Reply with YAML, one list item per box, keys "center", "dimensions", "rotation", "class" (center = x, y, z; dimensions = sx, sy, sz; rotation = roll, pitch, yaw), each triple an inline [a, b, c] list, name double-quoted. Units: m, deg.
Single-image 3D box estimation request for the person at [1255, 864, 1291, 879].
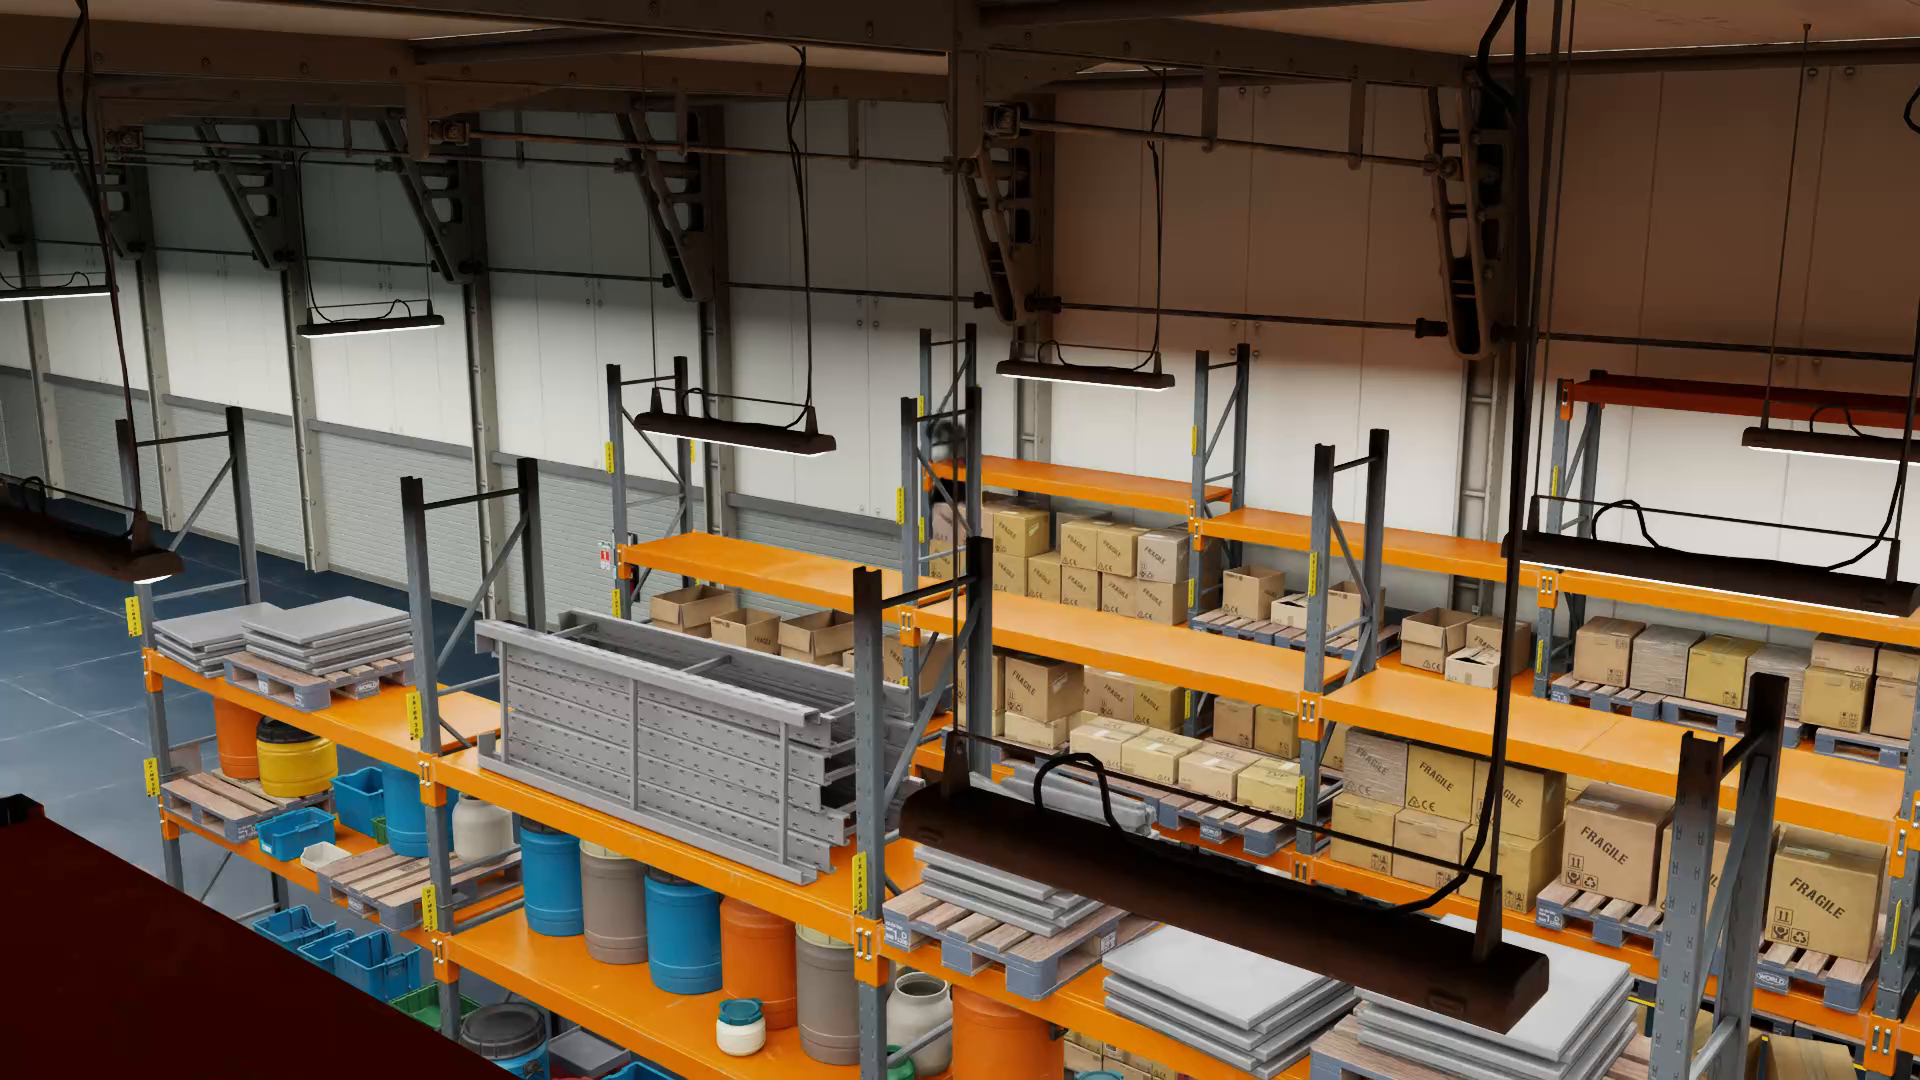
- center: [3.068, 3.637, 16.209]
  dimensions: [0.823, 1.763, 0.690]
  rotation: [10, 16, 37]
  class: "person"
